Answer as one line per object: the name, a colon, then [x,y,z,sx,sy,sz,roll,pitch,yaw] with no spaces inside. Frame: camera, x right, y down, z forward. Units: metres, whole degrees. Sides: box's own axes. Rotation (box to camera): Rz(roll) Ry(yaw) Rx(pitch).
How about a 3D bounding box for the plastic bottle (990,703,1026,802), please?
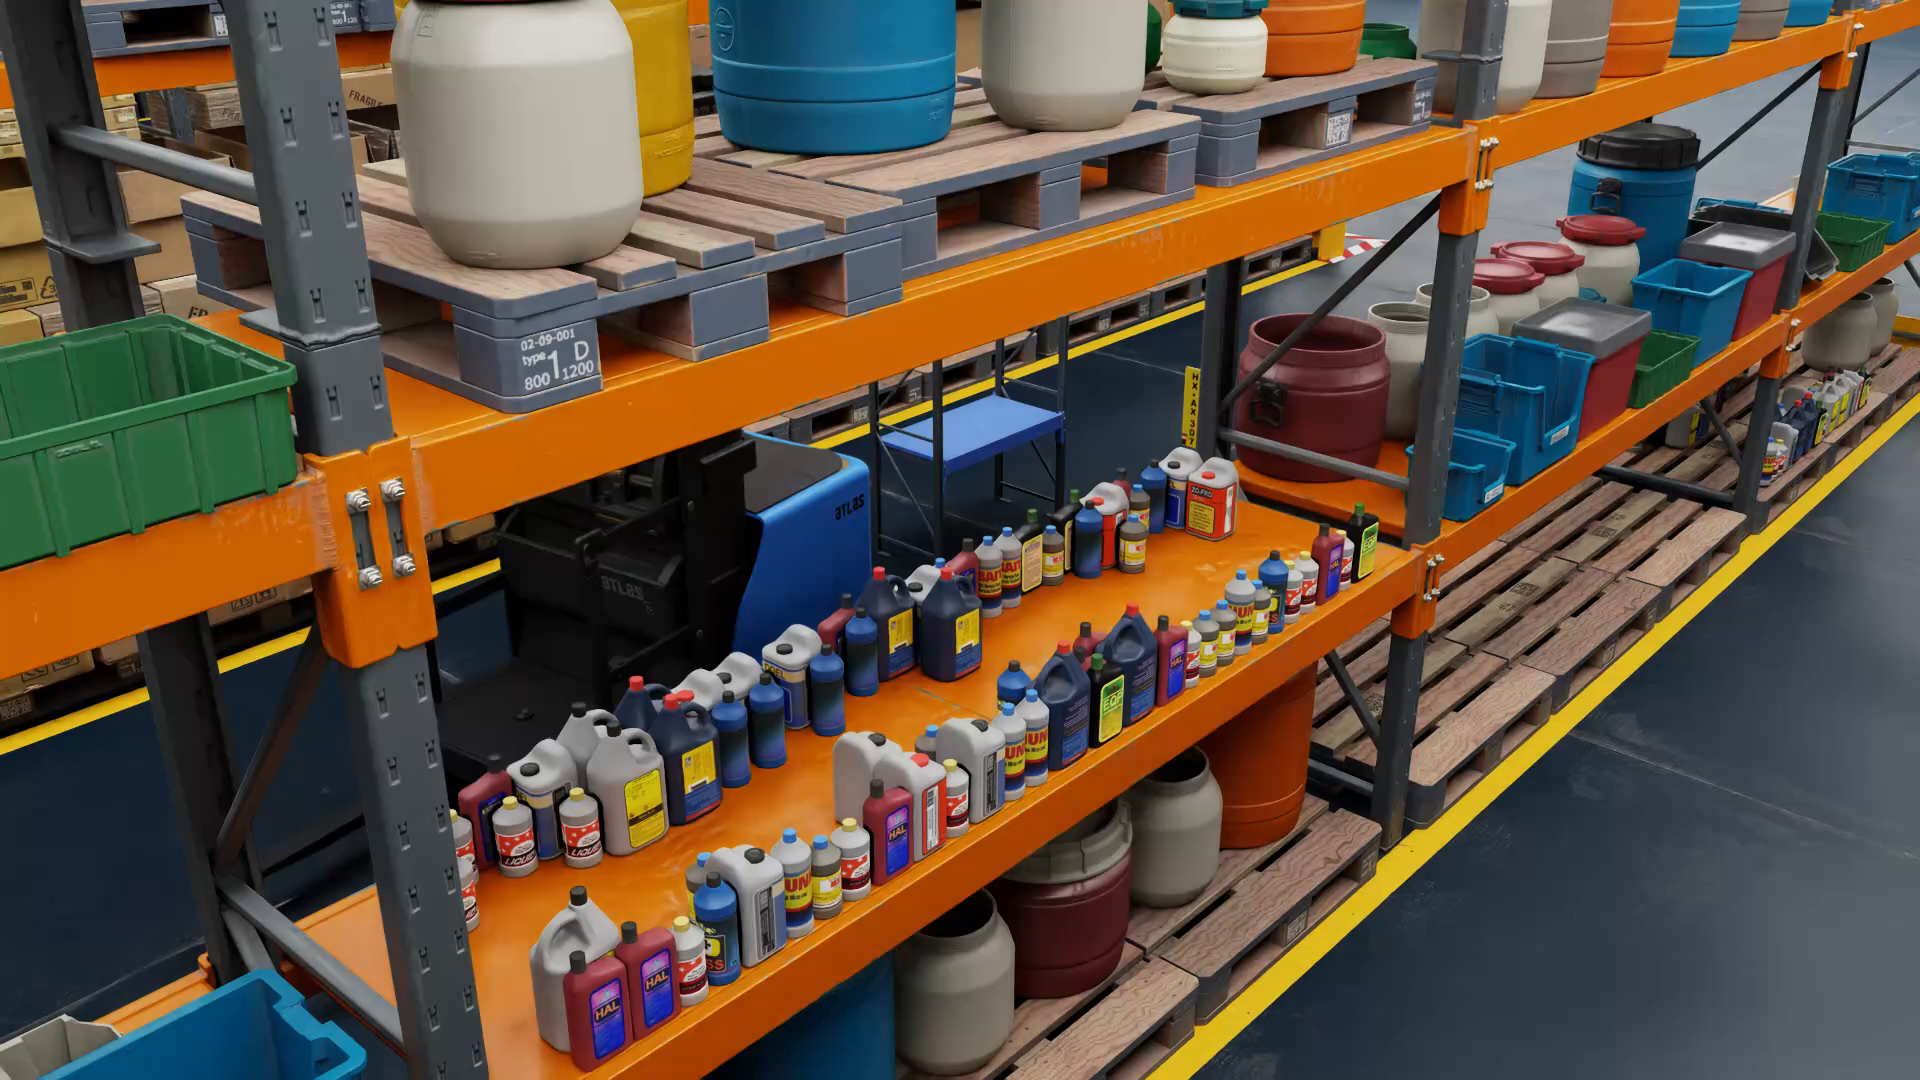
plastic bottle: [0.129,0.564,4.482,0.097,0.271,0.097,0,24,0]

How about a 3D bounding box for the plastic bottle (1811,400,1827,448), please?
plastic bottle: [5.120,-0.705,9.937,0.061,0.283,0.133,22,32,40]

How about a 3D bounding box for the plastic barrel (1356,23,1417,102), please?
plastic barrel: [1.462,-1.683,5.860,0.294,0.245,0.294,0,24,0]

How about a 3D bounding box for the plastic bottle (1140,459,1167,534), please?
plastic bottle: [0.708,-0.165,6.110,0.097,0.271,0.097,0,24,0]

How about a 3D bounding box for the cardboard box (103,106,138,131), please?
cardboard box: [-5.970,-2.971,11.640,0.380,0.149,0.250,21,32,39]

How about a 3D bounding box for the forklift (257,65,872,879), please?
forklift: [-1.611,-0.317,6.374,1.130,2.935,3.031,15,28,30]

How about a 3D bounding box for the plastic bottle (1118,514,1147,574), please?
plastic bottle: [0.603,0.008,5.809,0.097,0.201,0.097,0,24,0]

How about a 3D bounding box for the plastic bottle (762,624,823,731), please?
plastic bottle: [-0.487,0.395,4.855,0.152,0.276,0.135,20,31,38]

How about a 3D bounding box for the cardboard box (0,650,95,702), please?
cardboard box: [-4.610,0.148,7.337,1.225,0.875,0.875,20,31,38]

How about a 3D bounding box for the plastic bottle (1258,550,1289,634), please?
plastic bottle: [1.009,0.163,5.378,0.097,0.271,0.097,0,24,0]

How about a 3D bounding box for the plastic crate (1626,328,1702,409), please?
plastic crate: [3.053,-0.810,7.649,0.450,0.188,0.662,20,31,38]

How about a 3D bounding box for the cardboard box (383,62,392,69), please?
cardboard box: [-4.654,-4.136,13.464,0.700,0.500,0.500,20,31,37]

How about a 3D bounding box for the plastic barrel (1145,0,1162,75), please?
plastic barrel: [0.457,-1.525,4.995,0.294,0.245,0.294,0,24,0]

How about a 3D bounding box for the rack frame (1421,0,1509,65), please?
rack frame: [1.336,-3.033,5.015,1.000,3.000,0.127,20,31,38]

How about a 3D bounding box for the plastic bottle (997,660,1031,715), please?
plastic bottle: [0.152,0.466,4.703,0.097,0.271,0.097,0,24,0]

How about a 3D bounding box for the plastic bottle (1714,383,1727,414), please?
plastic bottle: [4.755,-0.927,10.433,0.061,0.283,0.133,20,31,38]

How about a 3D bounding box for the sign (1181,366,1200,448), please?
sign: [0.921,-0.518,6.540,0.100,0.325,0.005,20,31,38]

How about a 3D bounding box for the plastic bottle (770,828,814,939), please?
plastic bottle: [-0.399,0.806,3.944,0.097,0.271,0.097,0,24,0]

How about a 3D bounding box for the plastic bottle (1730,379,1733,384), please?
plastic bottle: [5.068,-1.163,10.960,0.061,0.283,0.133,21,31,38]

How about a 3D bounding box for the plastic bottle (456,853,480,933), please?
plastic bottle: [-1.206,0.834,3.967,0.097,0.201,0.097,0,24,0]

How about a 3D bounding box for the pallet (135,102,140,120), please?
pallet: [-11.225,-5.419,21.079,1.003,0.211,1.213,20,31,38]

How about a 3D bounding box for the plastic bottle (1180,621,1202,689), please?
plastic bottle: [0.684,0.343,5.062,0.097,0.201,0.097,0,24,0]

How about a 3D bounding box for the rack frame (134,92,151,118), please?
rack frame: [-10.762,-6.927,21.033,1.000,3.000,0.127,20,31,38]

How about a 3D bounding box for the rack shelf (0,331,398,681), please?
rack shelf: [-2.669,0.492,1.699,1.077,0.370,4.000,20,31,38]

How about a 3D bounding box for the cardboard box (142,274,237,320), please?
cardboard box: [-3.519,-1.011,7.717,0.500,0.500,0.500,21,32,38]

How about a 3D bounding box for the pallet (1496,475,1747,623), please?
pallet: [3.510,0.008,8.974,1.003,0.211,1.213,20,31,38]

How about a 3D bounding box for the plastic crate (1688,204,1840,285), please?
plastic crate: [4.449,-1.611,9.252,0.767,0.338,0.504,20,31,38]

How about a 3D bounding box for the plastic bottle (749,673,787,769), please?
plastic bottle: [-0.536,0.496,4.635,0.097,0.271,0.097,0,24,0]

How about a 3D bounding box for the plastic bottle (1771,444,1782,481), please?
plastic bottle: [4.612,-0.446,9.462,0.097,0.201,0.097,0,24,0]

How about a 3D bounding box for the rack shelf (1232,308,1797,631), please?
rack shelf: [2.671,-0.577,7.749,1.077,0.370,4.000,20,31,38]

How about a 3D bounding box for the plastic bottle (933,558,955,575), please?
plastic bottle: [-0.062,0.186,5.325,0.097,0.271,0.097,0,24,0]

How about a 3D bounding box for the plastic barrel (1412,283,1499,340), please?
plastic barrel: [2.144,-0.847,7.335,0.421,0.512,0.421,0,24,0]

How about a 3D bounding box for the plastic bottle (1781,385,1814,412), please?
plastic bottle: [5.136,-0.825,10.214,0.152,0.276,0.135,20,31,38]

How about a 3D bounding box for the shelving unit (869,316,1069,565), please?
shelving unit: [0.057,-0.710,9.001,0.538,1.500,1.048,20,31,38]

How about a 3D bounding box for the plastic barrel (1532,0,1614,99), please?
plastic barrel: [2.045,-2.084,5.952,0.600,0.901,0.600,0,24,0]

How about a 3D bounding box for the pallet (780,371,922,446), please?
pallet: [-1.016,-0.983,11.185,1.003,0.211,1.213,20,31,38]

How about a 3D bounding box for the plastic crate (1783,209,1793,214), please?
plastic crate: [4.900,-1.958,10.272,0.530,0.136,0.437,20,31,38]

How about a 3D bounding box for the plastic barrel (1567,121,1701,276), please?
plastic barrel: [3.522,-1.708,8.780,0.600,0.901,0.708,20,31,38]

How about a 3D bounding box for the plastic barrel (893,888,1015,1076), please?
plastic barrel: [-0.042,1.342,5.118,0.421,0.512,0.421,0,24,0]

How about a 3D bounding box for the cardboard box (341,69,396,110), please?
cardboard box: [-4.804,-3.451,13.158,0.500,0.500,0.500,20,31,37]

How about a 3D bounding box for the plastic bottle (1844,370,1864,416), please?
plastic bottle: [5.587,-0.942,10.477,0.152,0.276,0.135,20,31,38]

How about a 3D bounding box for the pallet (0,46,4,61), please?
pallet: [-4.447,-2.003,6.620,0.805,0.209,1.217,19,30,36]

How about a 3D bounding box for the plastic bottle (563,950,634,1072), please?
plastic bottle: [-0.771,0.981,3.538,0.061,0.283,0.133,20,31,38]

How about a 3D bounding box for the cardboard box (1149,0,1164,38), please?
cardboard box: [1.139,-3.725,12.183,0.500,0.500,0.500,20,31,38]

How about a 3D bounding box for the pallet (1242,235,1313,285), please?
pallet: [2.367,-2.552,14.684,1.003,0.211,1.213,20,31,38]

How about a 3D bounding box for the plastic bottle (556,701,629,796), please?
plastic bottle: [-0.964,0.576,4.359,0.144,0.351,0.185,20,31,38]

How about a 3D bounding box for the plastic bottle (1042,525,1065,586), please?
plastic bottle: [0.311,0.048,5.719,0.097,0.201,0.097,0,24,0]

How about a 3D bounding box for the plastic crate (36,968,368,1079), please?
plastic crate: [-1.392,1.138,2.991,0.392,0.384,0.575,20,31,38]

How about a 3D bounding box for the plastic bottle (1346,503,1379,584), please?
plastic bottle: [1.383,-0.003,5.732,0.061,0.283,0.133,20,31,38]
